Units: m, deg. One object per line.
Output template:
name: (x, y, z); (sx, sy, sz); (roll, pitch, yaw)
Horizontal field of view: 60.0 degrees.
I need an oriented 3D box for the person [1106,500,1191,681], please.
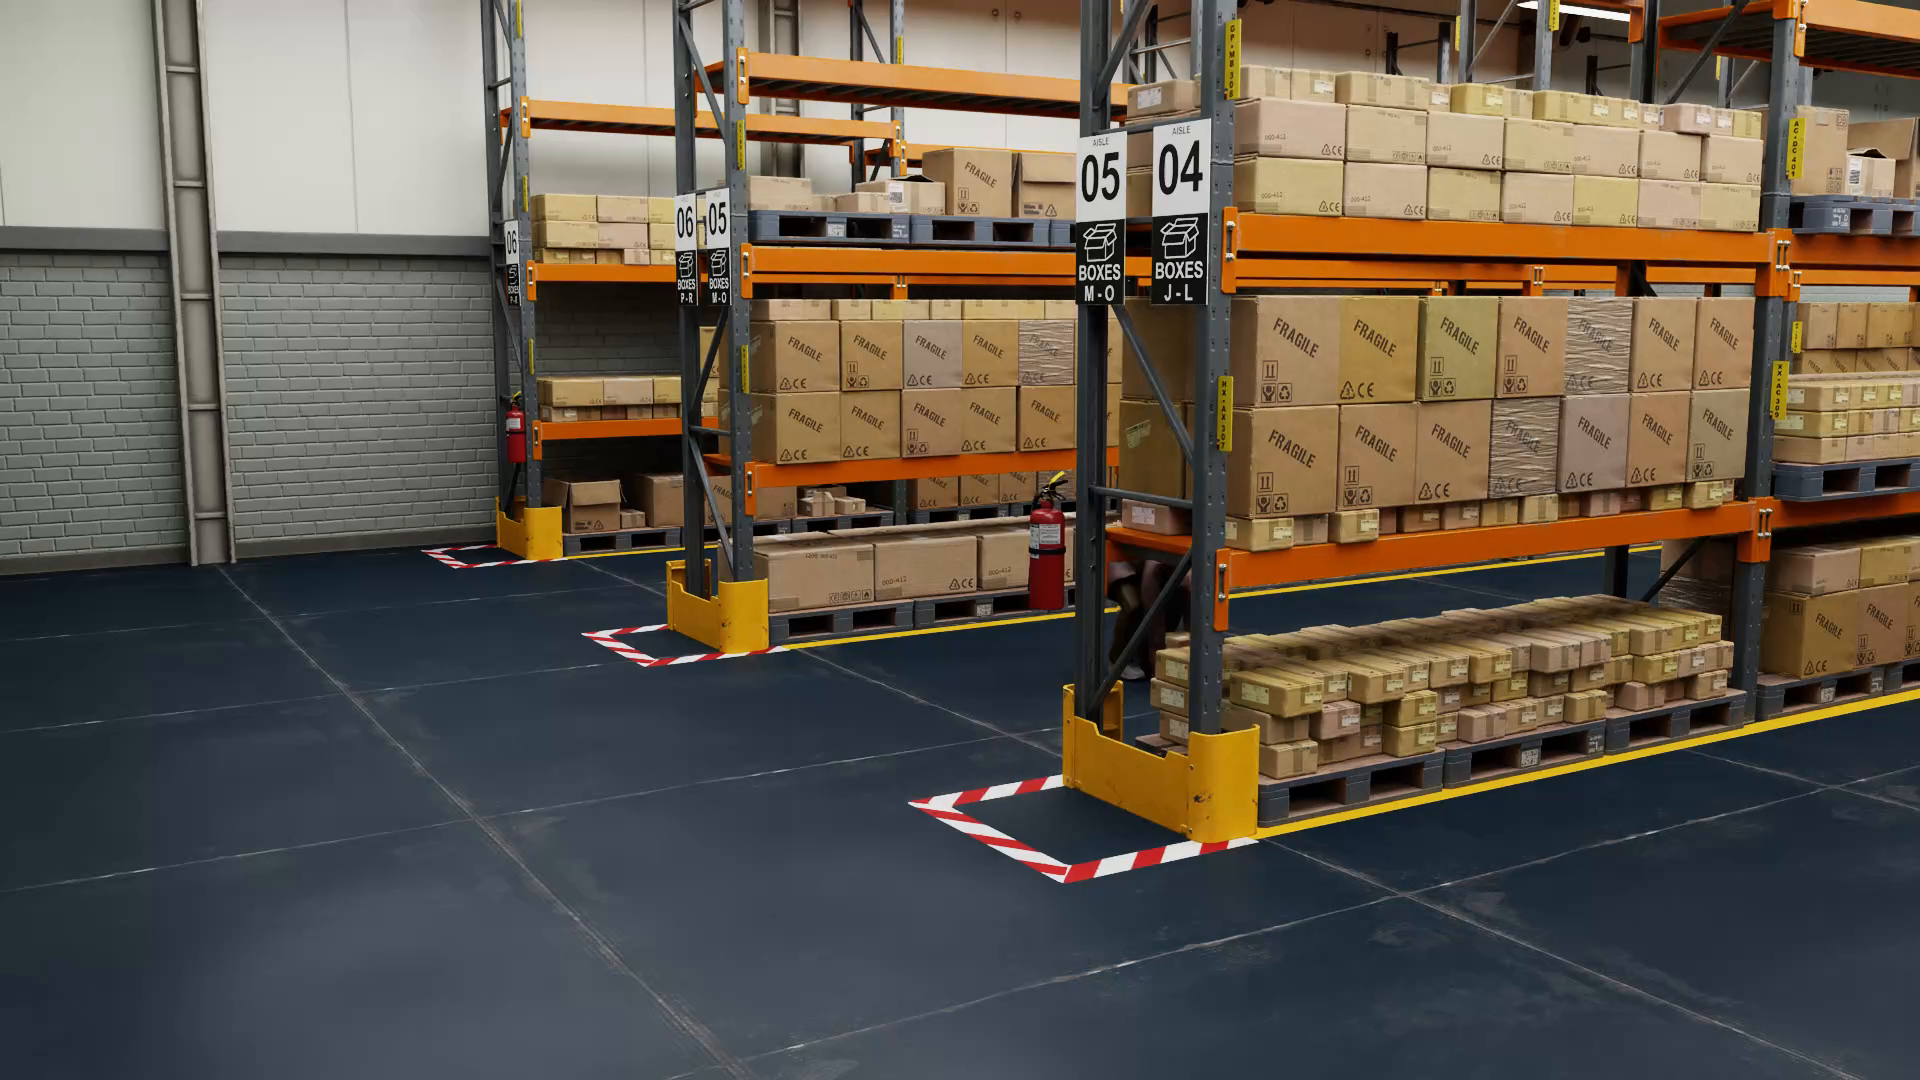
person: (1.279, 0.263, 10.700); (0.554, 1.309, 0.914); (-5, 9, -32)
